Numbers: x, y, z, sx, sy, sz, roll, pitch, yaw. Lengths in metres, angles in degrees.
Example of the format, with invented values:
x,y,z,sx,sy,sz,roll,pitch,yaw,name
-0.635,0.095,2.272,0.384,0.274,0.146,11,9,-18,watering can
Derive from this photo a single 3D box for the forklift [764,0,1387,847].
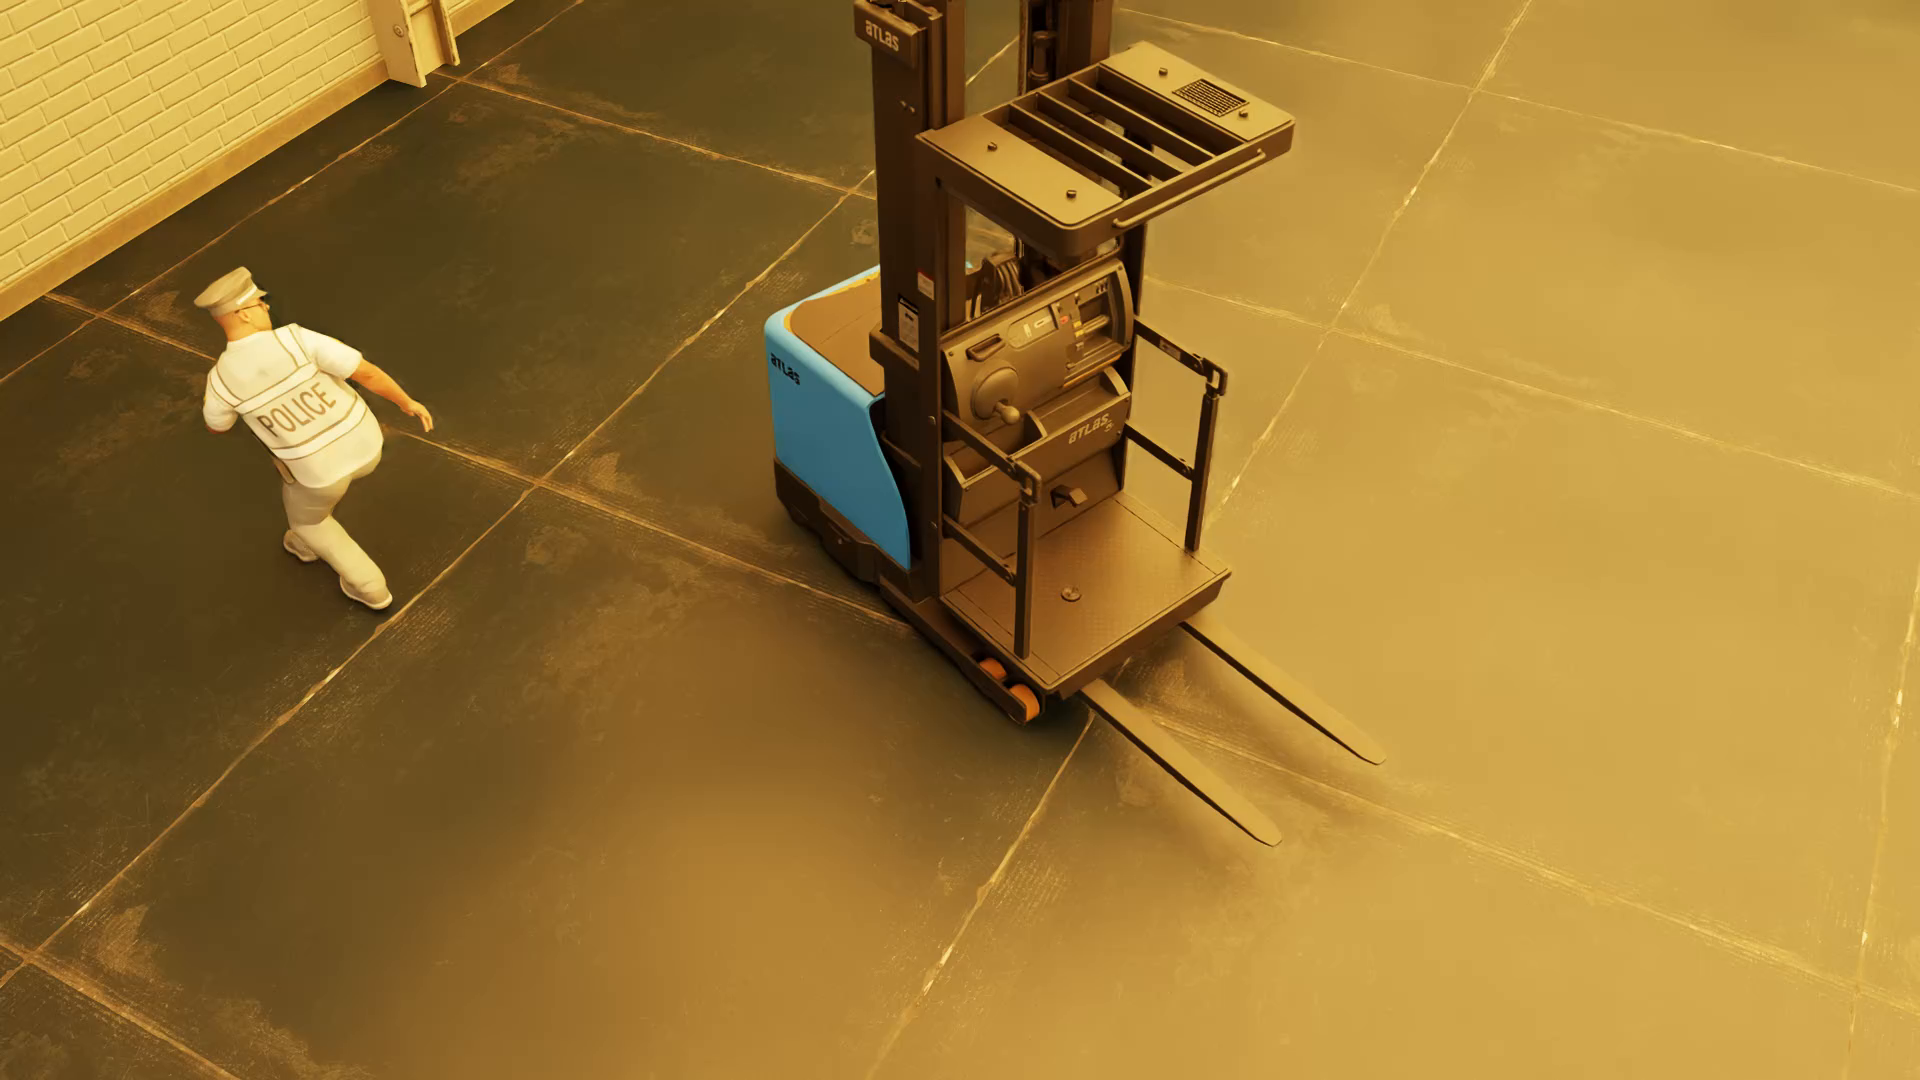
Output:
x,y,z,sx,sy,sz,roll,pitch,yaw,name
0.457,-0.694,6.391,1.130,2.935,3.031,-30,51,-28,forklift

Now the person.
x,y,z,sx,sy,sz,roll,pitch,yaw,name
-2.792,-0.497,7.155,0.784,1.621,0.800,-33,52,-30,person
